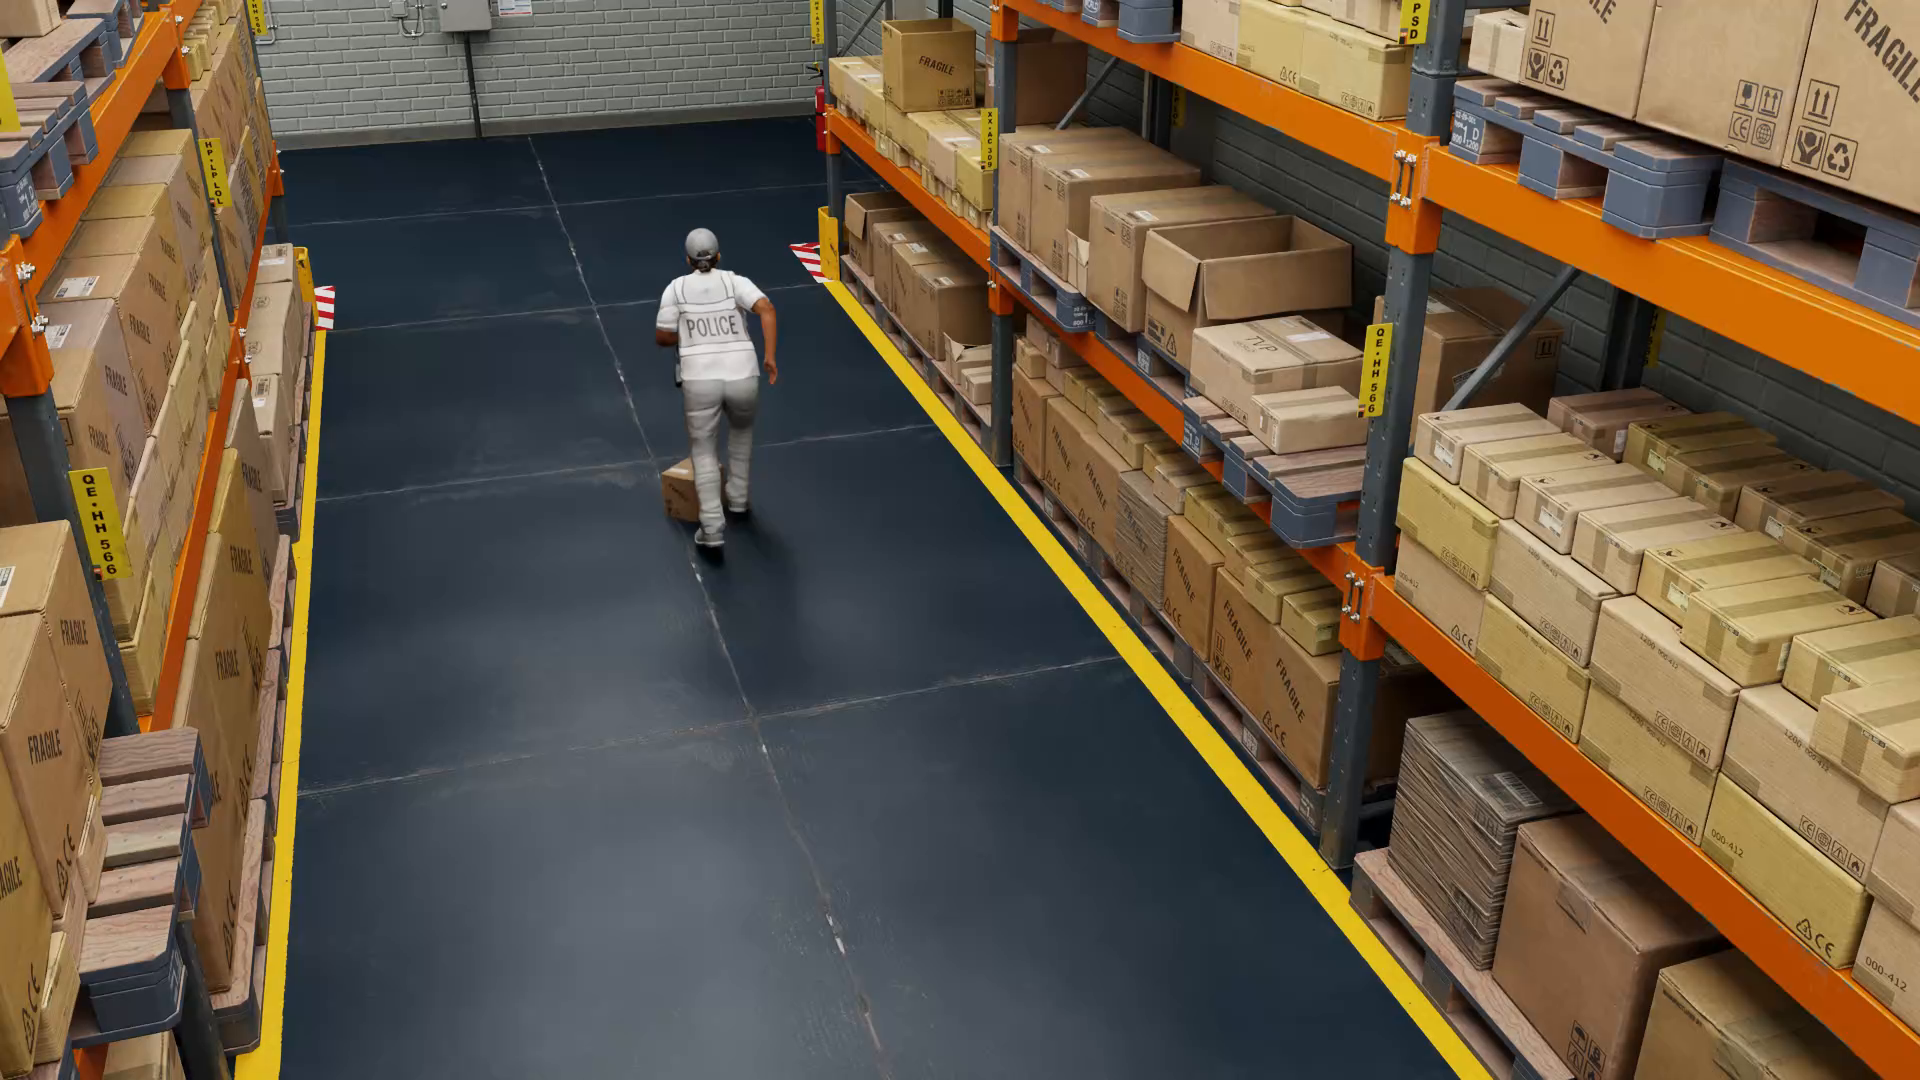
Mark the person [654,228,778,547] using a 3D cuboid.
[{"bbox_3d":[-1.270,-0.798,8.803,0.594,1.606,0.930,-9,28,-18],"label":"person"}]
